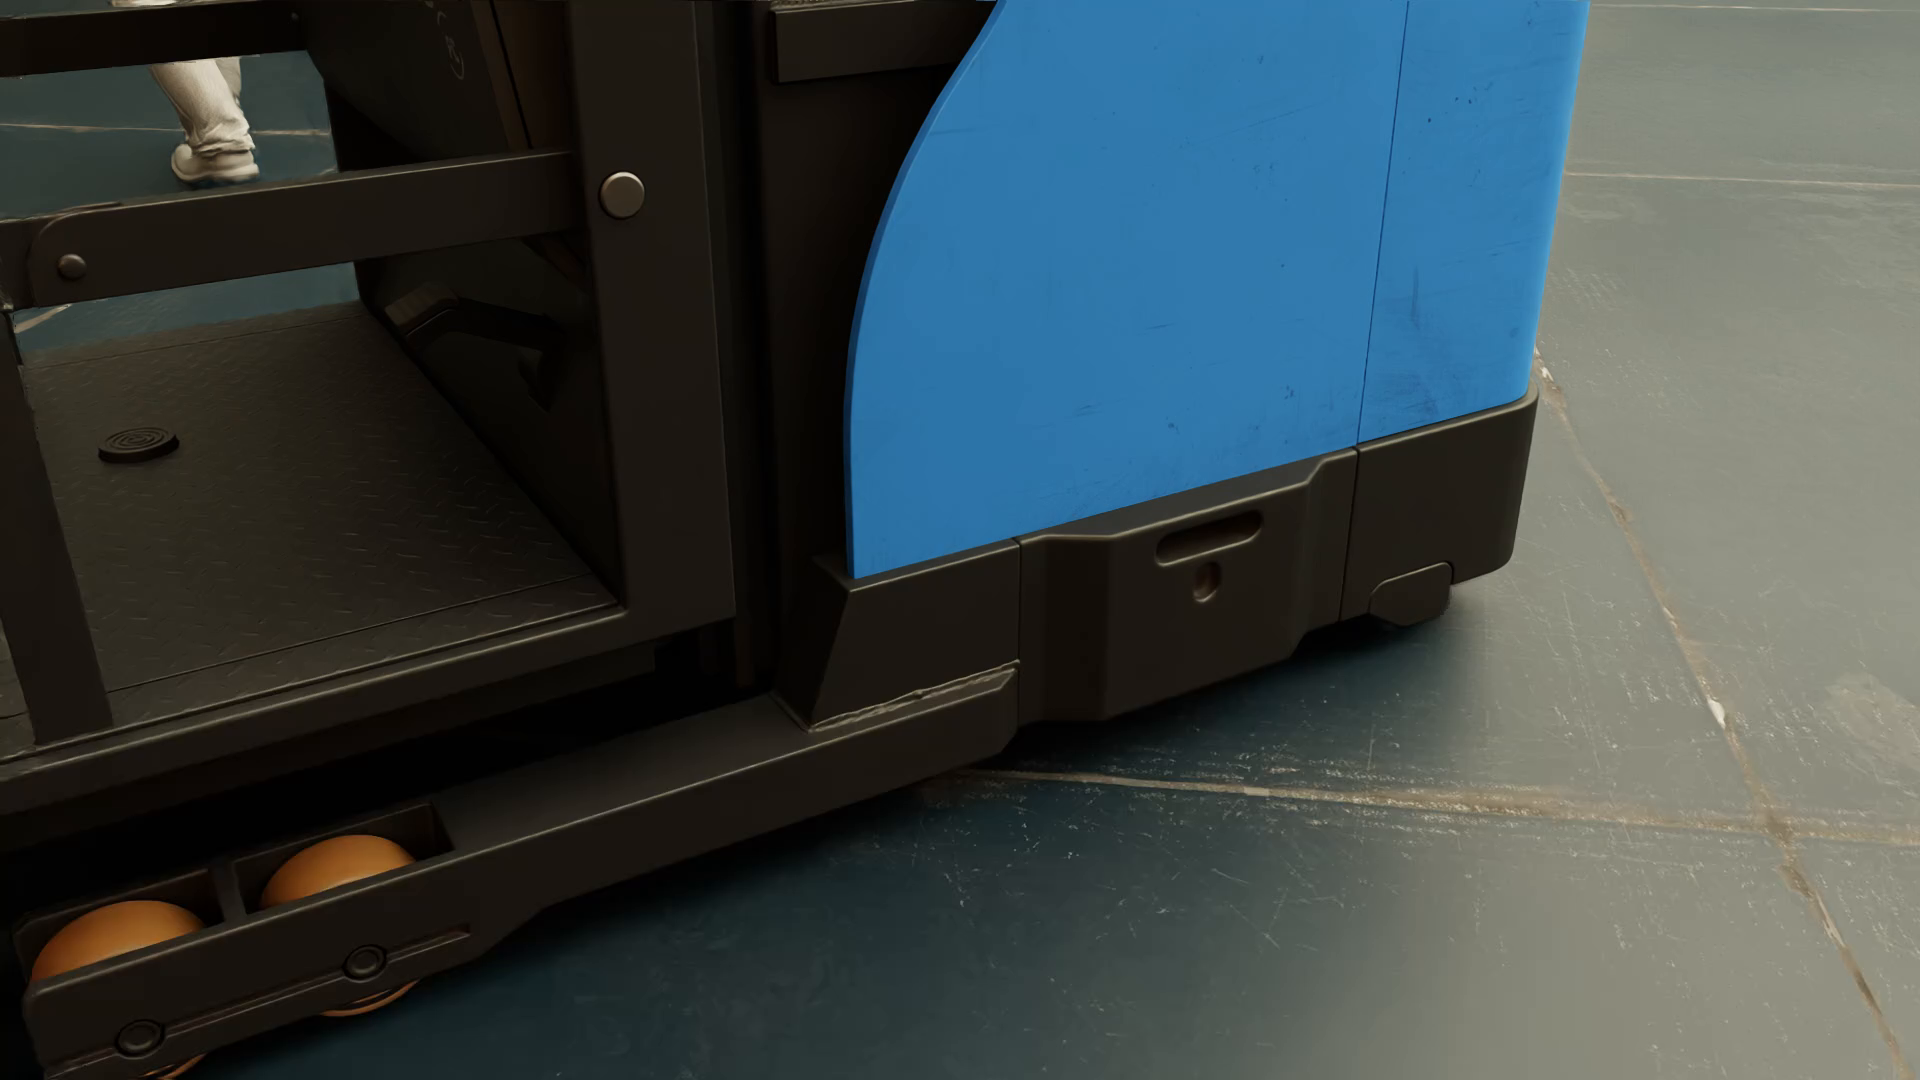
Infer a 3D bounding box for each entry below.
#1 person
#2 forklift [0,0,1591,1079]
[{"bbox_3d":[-1.994,-1.782,4.130,0.759,1.745,1.009,23,34,38],"label":"person"},{"bbox_3d":[-0.760,-1.084,1.389,3.031,2.935,1.130,-15,30,-27],"label":"forklift"}]
